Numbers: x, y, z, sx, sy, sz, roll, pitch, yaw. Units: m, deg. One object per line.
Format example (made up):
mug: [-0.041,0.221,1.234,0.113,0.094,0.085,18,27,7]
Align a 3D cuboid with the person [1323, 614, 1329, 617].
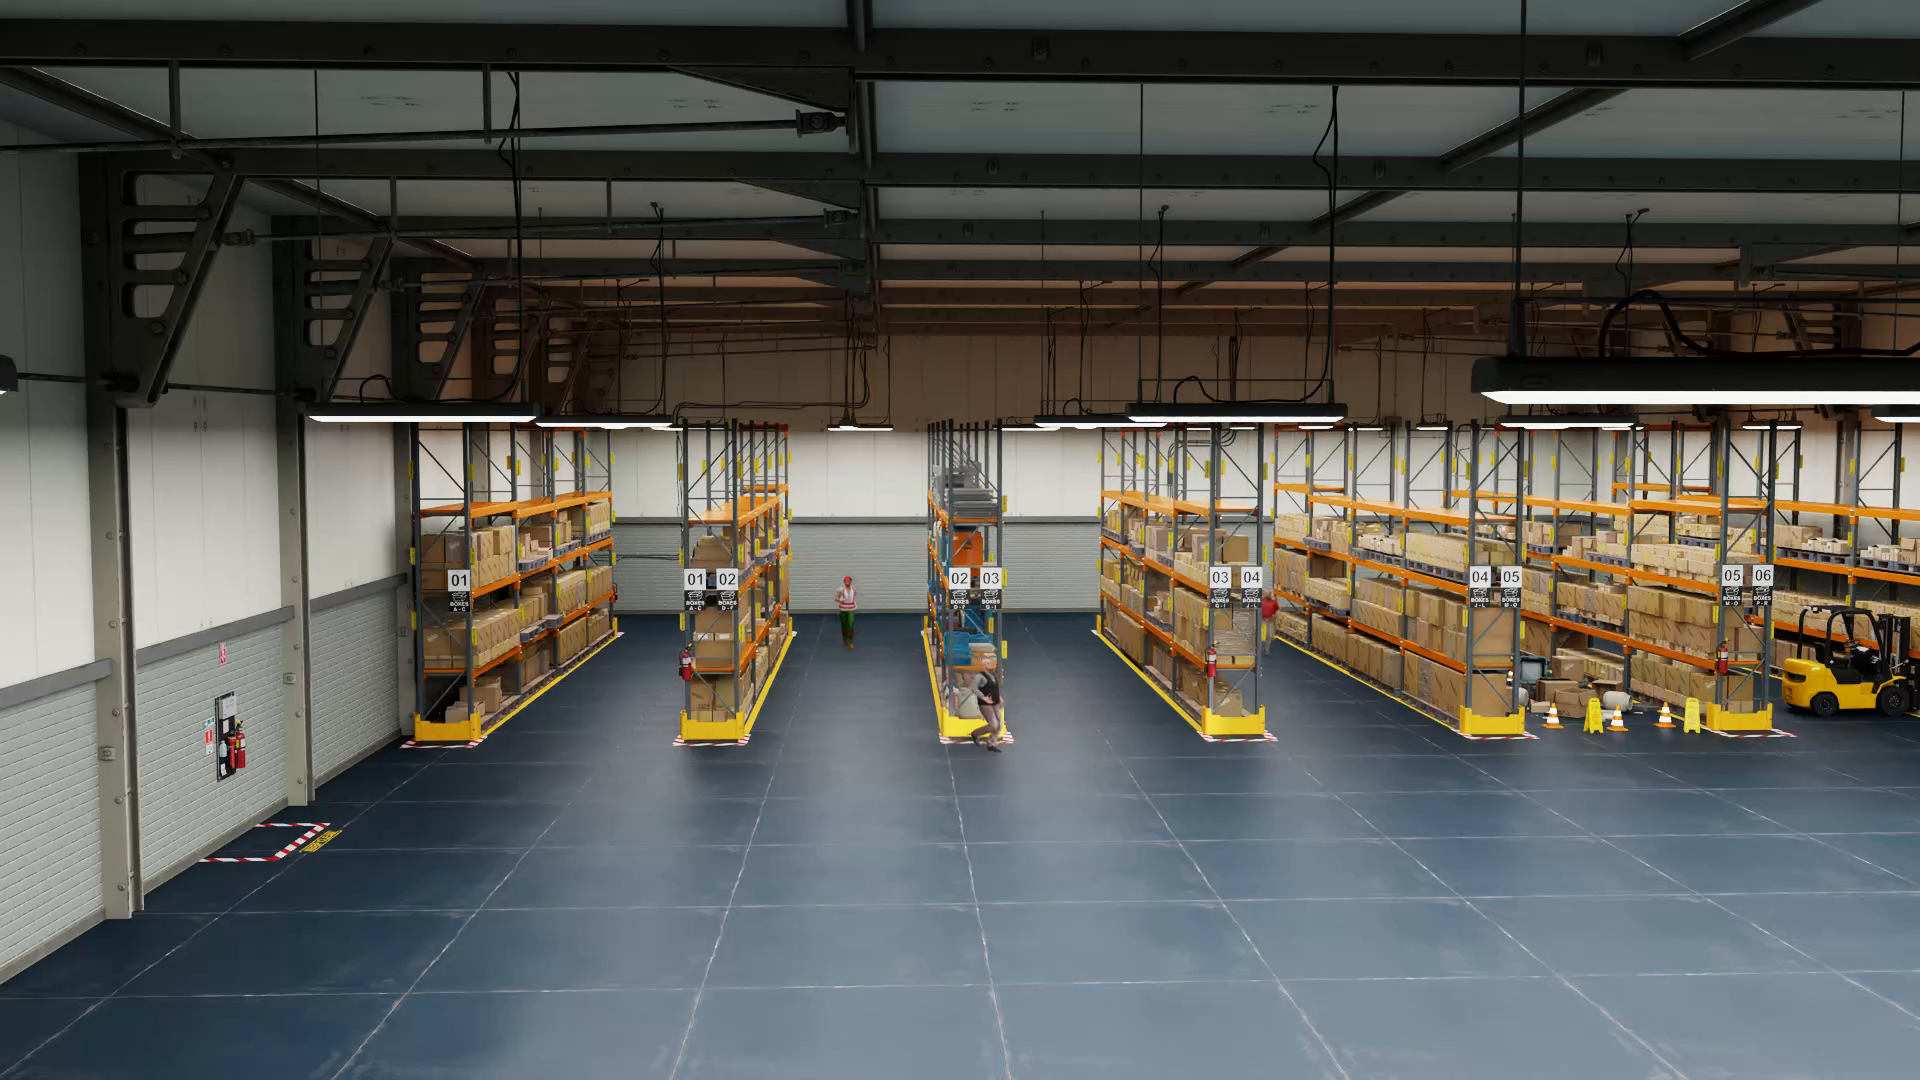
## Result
person: [10.701,1.818,48.436,0.613,1.722,0.606,-1,4,-20]

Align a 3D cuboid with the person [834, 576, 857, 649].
person: [-2.899,1.822,42.314,0.626,1.837,0.837,-1,4,-13]

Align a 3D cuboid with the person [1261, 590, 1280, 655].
person: [7.953,2.129,42.973,0.665,1.680,0.587,0,4,-3]

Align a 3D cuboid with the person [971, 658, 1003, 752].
person: [0.479,2.975,29.972,0.572,1.695,0.674,2,4,34]
